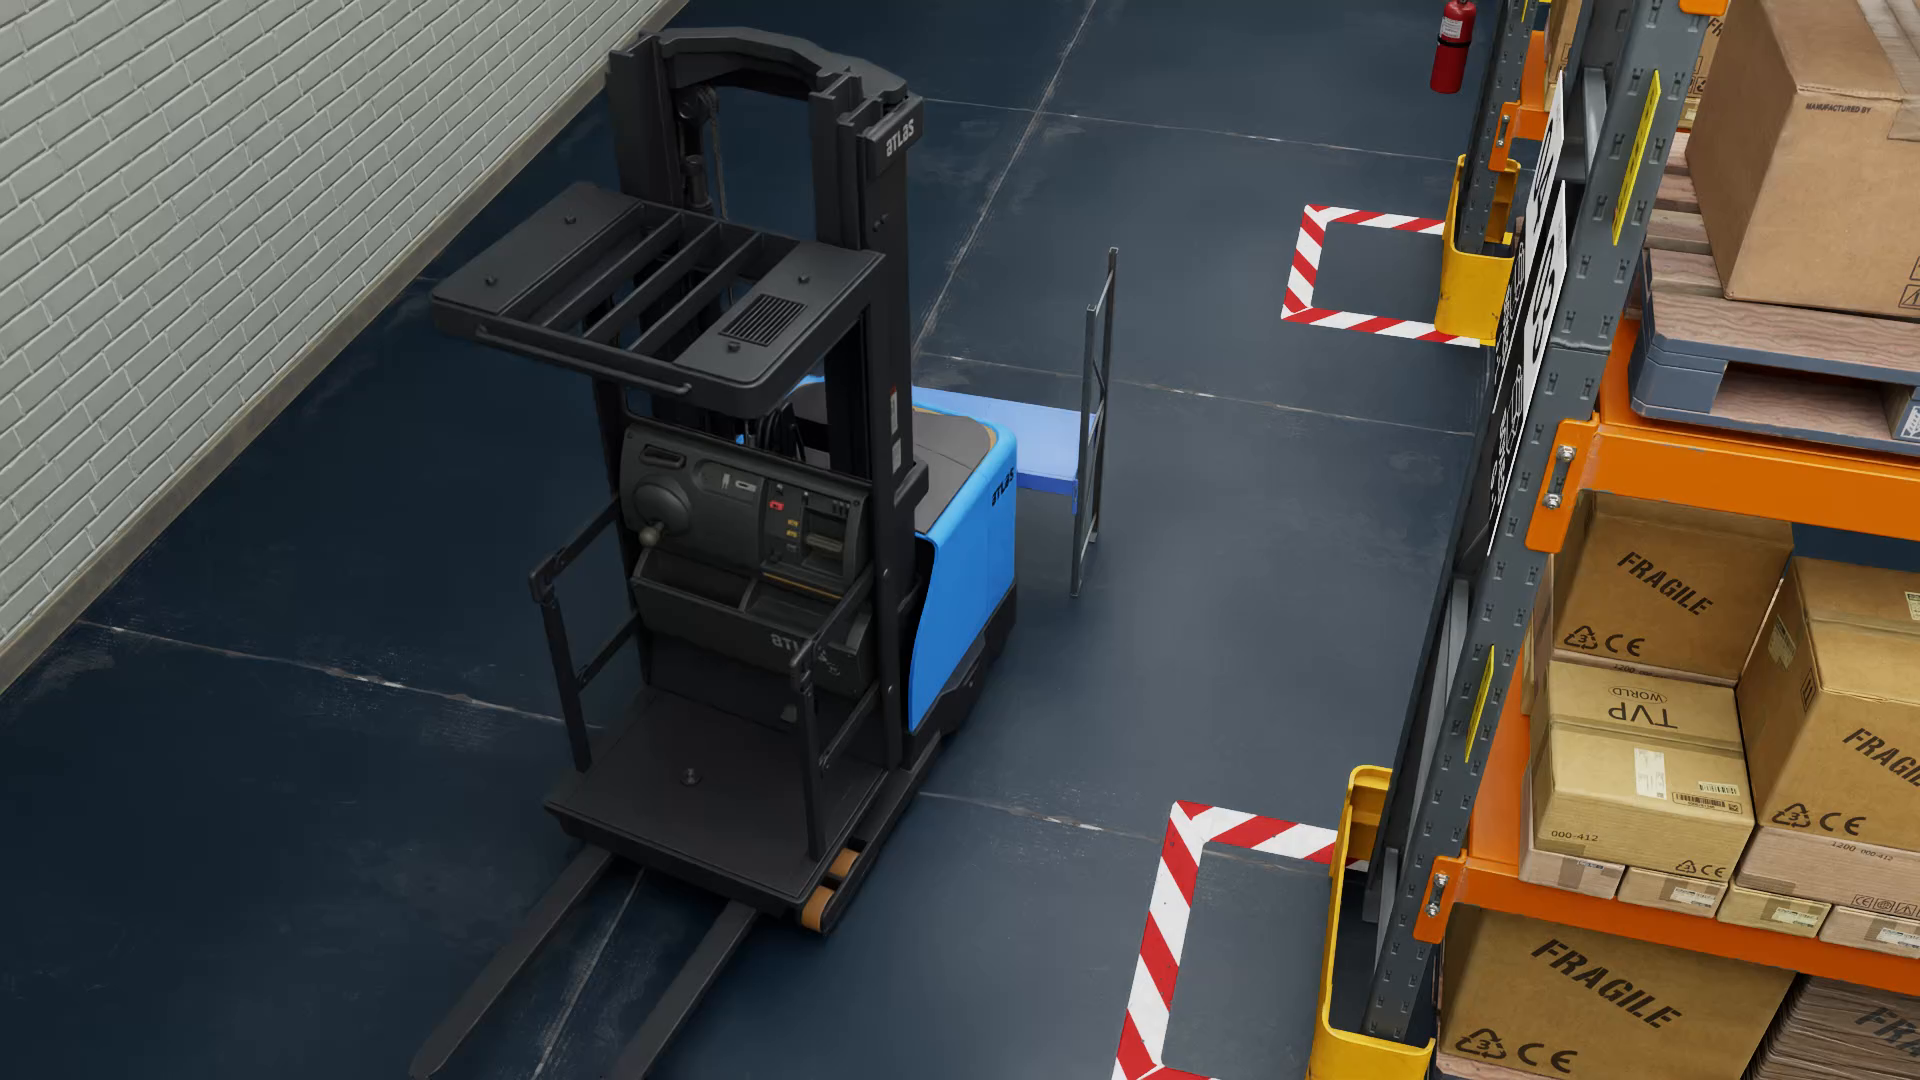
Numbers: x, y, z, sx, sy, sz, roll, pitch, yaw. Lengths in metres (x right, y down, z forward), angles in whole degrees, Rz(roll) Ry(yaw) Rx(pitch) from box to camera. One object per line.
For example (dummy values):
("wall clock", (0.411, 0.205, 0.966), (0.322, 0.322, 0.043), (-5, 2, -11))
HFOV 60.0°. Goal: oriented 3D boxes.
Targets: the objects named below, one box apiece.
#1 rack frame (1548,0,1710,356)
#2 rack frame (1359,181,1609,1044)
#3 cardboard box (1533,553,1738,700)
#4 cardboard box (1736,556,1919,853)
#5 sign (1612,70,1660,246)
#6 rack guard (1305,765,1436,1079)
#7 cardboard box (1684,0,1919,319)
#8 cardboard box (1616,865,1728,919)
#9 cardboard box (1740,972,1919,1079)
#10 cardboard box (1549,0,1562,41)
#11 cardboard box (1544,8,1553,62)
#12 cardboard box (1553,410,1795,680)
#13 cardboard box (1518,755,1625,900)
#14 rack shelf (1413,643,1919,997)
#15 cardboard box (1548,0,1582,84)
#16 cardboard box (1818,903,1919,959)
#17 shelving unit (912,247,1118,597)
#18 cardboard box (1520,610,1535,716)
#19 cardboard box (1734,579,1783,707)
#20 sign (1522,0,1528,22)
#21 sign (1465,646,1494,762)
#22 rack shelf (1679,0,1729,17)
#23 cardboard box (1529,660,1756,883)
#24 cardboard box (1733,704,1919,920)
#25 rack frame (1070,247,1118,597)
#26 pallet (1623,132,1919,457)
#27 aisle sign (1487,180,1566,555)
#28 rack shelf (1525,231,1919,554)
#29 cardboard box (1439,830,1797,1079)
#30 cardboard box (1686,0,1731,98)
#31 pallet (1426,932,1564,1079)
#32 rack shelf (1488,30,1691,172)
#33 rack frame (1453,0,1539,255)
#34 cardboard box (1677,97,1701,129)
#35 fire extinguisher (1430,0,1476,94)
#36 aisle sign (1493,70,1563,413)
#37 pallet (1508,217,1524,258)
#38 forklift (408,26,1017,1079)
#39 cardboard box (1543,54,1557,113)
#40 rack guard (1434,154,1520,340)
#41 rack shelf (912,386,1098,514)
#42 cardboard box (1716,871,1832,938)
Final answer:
("rack frame", (1.457, -1.864, 2.972), (0.127, 3.000, 1.000), (10, 41, 11))
("rack frame", (1.457, 0.434, 4.901), (0.127, 3.000, 1.000), (10, 41, 11))
("cardboard box", (1.994, 0.293, 4.954), (0.500, 0.250, 0.500), (9, 41, 11))
("cardboard box", (2.334, 0.421, 4.219), (0.500, 0.500, 0.500), (9, 41, 10))
("sign", (1.308, -0.736, 3.221), (0.005, 0.325, 0.100), (10, 41, 11))
("rack guard", (1.434, 1.387, 5.710), (0.348, 0.500, 1.175), (10, 41, 11))
("cardboard box", (1.973, -0.899, 3.674), (0.500, 0.500, 0.700), (7, 41, 9))
("cardboard box", (1.963, 0.836, 4.618), (0.250, 0.149, 0.380), (9, 41, 11))
("cardboard box", (2.975, 1.294, 5.202), (0.875, 0.875, 0.875), (10, 41, 11))
("cardboard box", (3.338, -2.868, 8.524), (0.500, 0.500, 0.500), (11, 41, 12))
("cardboard box", (3.225, -2.656, 8.776), (0.250, 0.149, 0.380), (10, 41, 11))
("cardboard box", (1.996, 0.008, 4.711), (0.500, 0.500, 0.500), (10, 41, 12))
("cardboard box", (1.715, 0.794, 4.668), (0.250, 0.149, 0.380), (10, 41, 12))
("rack shelf", (3.389, 1.042, 4.737), (4.000, 0.370, 1.077), (10, 41, 11))
("cardboard box", (3.199, -2.537, 8.129), (0.500, 0.500, 0.500), (12, 41, 13))
("cardboard box", (2.463, 0.921, 4.517), (0.250, 0.149, 0.380), (9, 41, 11))
("shelving unit", (0.082, -0.560, 7.251), (1.048, 1.500, 0.538), (10, 41, 11))
("cardboard box", (1.886, 0.384, 5.155), (0.250, 0.149, 0.380), (11, 41, 12))
("cardboard box", (2.484, 0.378, 4.853), (0.500, 0.250, 0.500), (9, 41, 11))
("sign", (2.697, -2.625, 7.871), (0.005, 0.325, 0.100), (10, 41, 11))
("sign", (1.308, 0.416, 4.188), (0.005, 0.325, 0.100), (10, 41, 11))
("rack shelf", (3.389, -1.103, 2.936), (4.000, 0.370, 1.077), (10, 41, 11))
("cardboard box", (1.851, 0.625, 4.559), (0.500, 0.250, 0.500), (9, 41, 10))
("cardboard box", (2.355, 0.707, 4.461), (0.500, 0.250, 0.500), (9, 41, 11))
("rack frame", (0.573, -0.476, 7.150), (0.032, 1.500, 0.500), (10, 41, 11))
("pallet", (2.176, -0.564, 3.826), (1.213, 0.211, 1.003), (10, 41, 11))
("aisle sign", (1.310, -0.388, 3.858), (0.004, 0.787, 0.394), (10, 41, 11))
("rack shelf", (3.389, -0.107, 3.772), (4.000, 0.370, 1.077), (10, 41, 11))
("cardboard box", (2.096, 1.143, 5.382), (0.875, 0.875, 0.875), (10, 41, 11))
("cardboard box", (3.723, -2.464, 8.042), (0.500, 0.500, 0.500), (10, 41, 12))
("pallet", (2.250, 1.586, 5.698), (1.213, 0.211, 1.003), (10, 41, 11))
("rack shelf", (4.769, -2.023, 8.386), (4.000, 0.370, 1.077), (10, 41, 11))
("rack frame", (2.837, -2.631, 8.550), (0.127, 3.000, 1.000), (10, 41, 11))
("cardboard box", (3.568, -2.183, 8.212), (0.250, 0.149, 0.380), (9, 41, 10))
("fire extinguisher", (2.713, -2.787, 9.086), (0.183, 0.674, 0.296), (10, 41, 11))
("aisle sign", (1.465, -0.760, 4.301), (0.004, 0.787, 0.394), (10, 41, 11))
("pallet", (3.686, -1.394, 9.245), (1.213, 0.211, 1.003), (10, 41, 11))
("forklift", (-0.837, -0.021, 5.496), (1.130, 2.935, 3.031), (17, 43, 19))
("cardboard box", (3.065, -2.277, 8.325), (0.250, 0.149, 0.380), (9, 41, 11))
("rack guard", (2.910, -1.661, 9.339), (0.348, 0.500, 1.175), (10, 41, 11))
("rack shelf", (0.082, -0.422, 7.366), (1.000, 0.185, 0.538), (10, 41, 11))
("cardboard box", (2.210, 0.878, 4.568), (0.250, 0.149, 0.380), (9, 41, 10))
